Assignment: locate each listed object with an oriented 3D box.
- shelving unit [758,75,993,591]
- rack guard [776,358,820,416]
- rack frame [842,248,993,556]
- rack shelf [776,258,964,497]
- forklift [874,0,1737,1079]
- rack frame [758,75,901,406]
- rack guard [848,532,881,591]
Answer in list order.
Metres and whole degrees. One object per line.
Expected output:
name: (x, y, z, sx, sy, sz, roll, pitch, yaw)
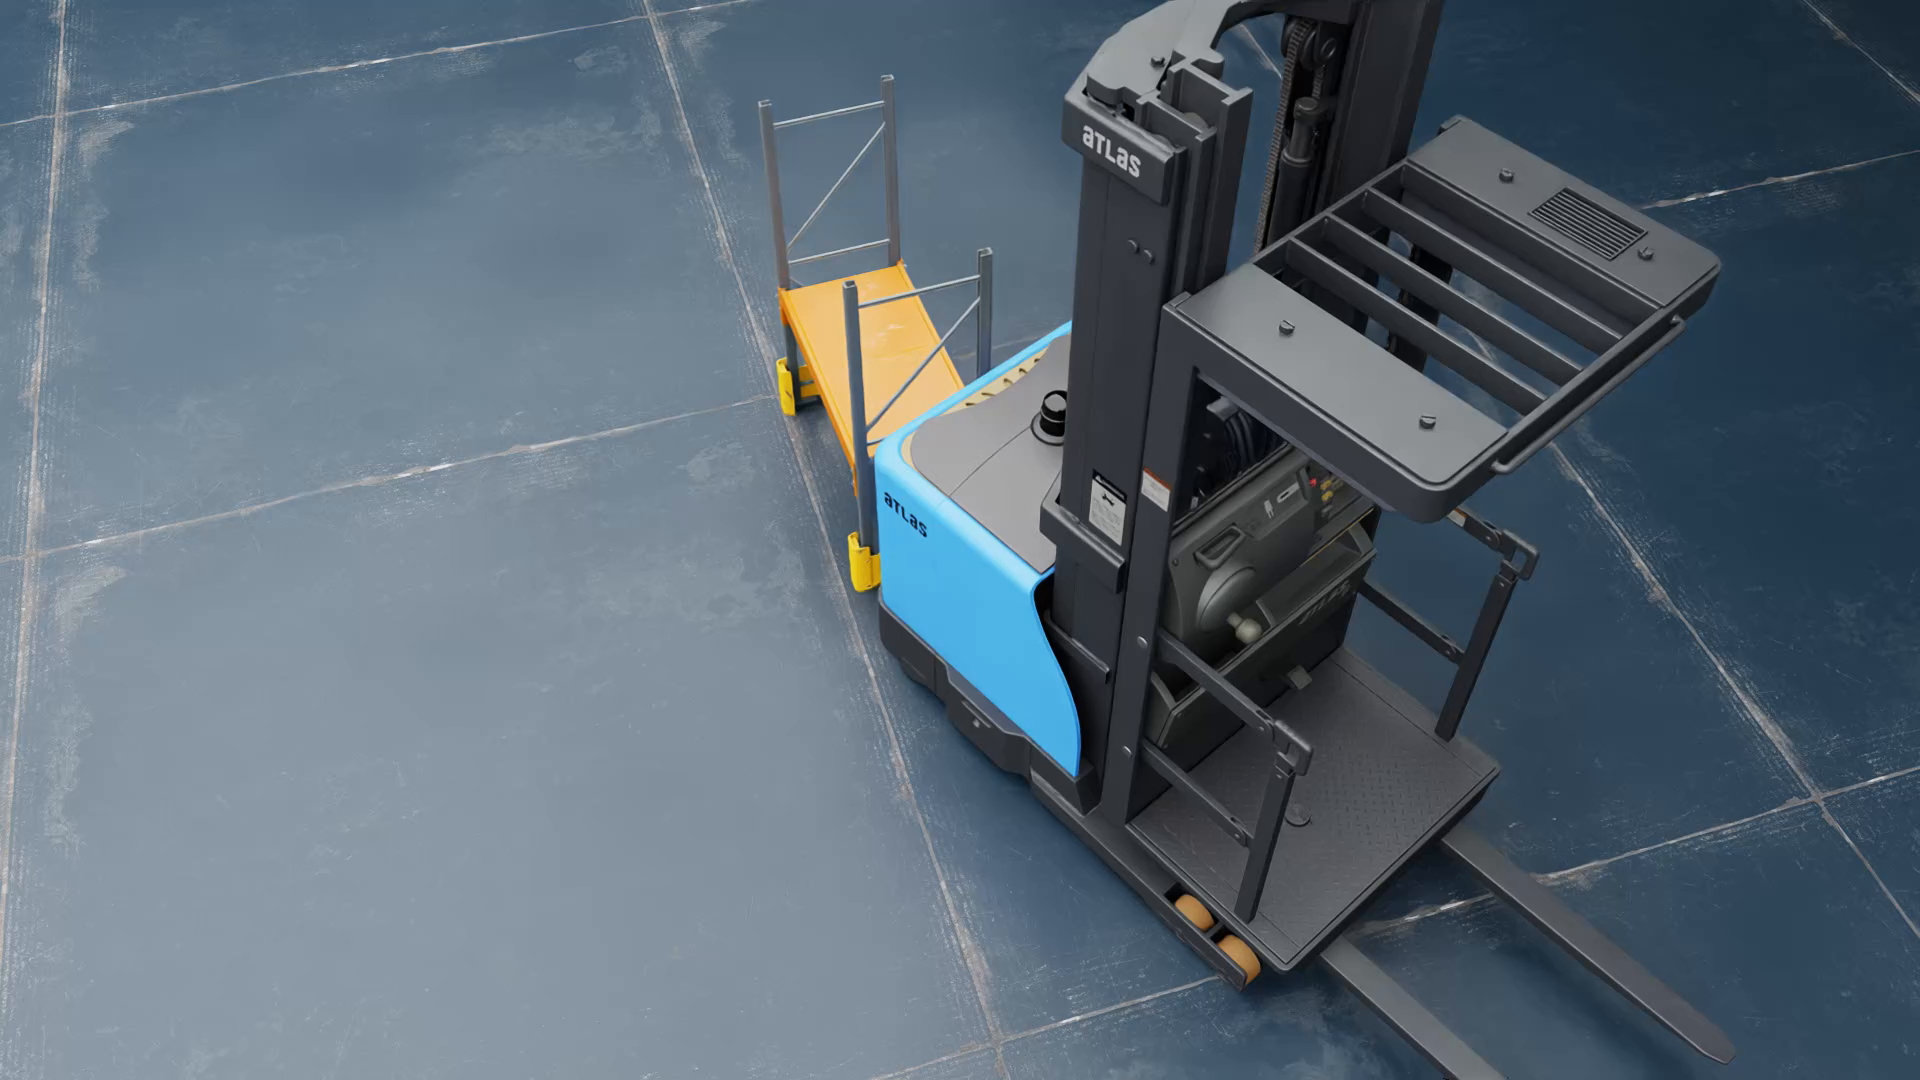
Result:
shelving unit: (-0.302, -0.747, 6.189, 0.587, 1.500, 1.083, -15, 52, -13)
rack guard: (-0.469, -0.703, 6.969, 0.587, 0.250, 0.087, -15, 52, -13)
rack frame: (-0.134, -0.388, 5.885, 0.500, 1.500, 0.032, -15, 52, -13)
rack shelf: (-0.305, -0.638, 6.332, 0.538, 0.185, 1.000, -15, 52, -13)
forklift: (1.062, 0.035, 4.593, 1.130, 2.935, 3.031, -34, 58, -25)
rack frame: (-0.476, -1.120, 6.503, 0.500, 1.500, 0.032, -15, 52, -13)
rack guard: (-0.134, 0.014, 6.364, 0.587, 0.250, 0.087, -15, 52, -13)
